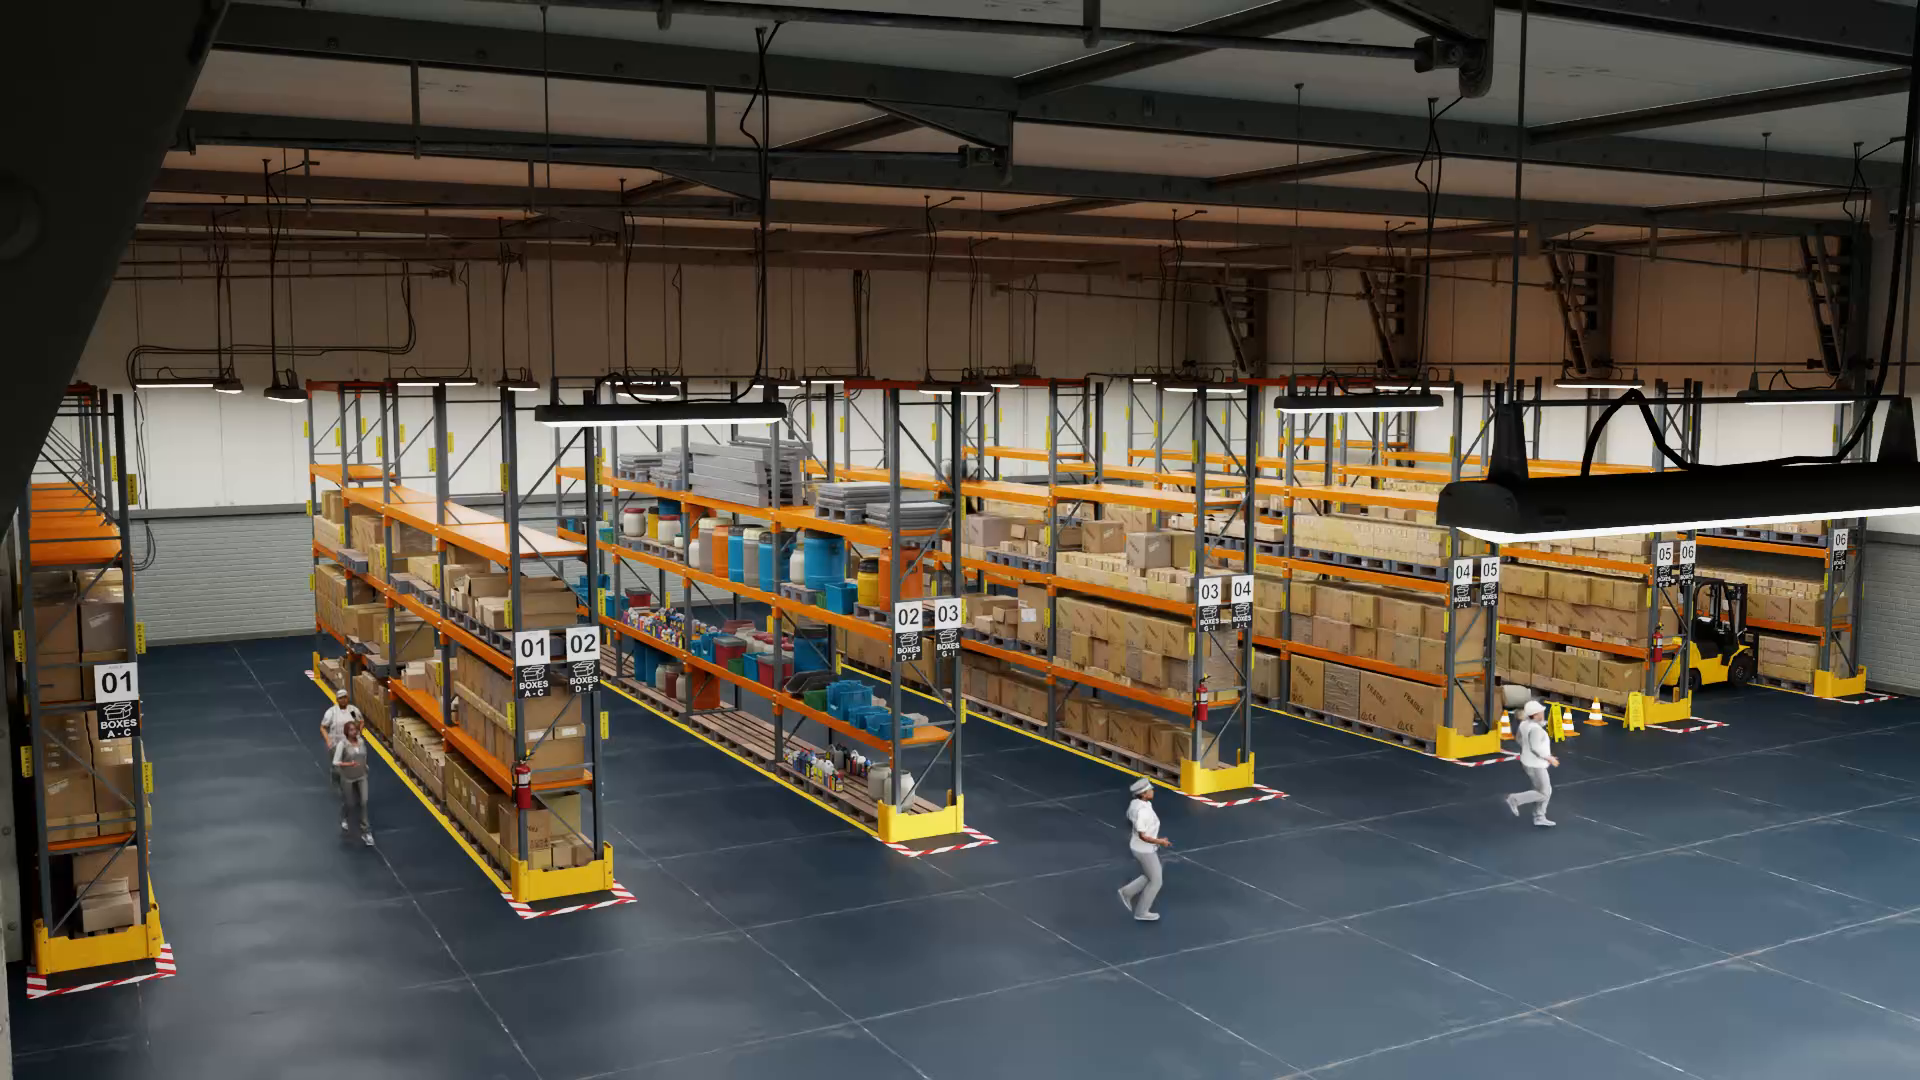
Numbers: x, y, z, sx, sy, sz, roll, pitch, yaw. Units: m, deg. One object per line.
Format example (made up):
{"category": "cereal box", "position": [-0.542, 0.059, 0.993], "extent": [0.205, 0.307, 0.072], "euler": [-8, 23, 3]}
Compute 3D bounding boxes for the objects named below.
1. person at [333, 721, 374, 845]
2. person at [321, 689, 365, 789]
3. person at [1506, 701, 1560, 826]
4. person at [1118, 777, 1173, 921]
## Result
{"category": "person", "position": [-8.026, 3.179, 21.982], "extent": [0.535, 1.606, 0.851], "euler": [-6, 8, -42]}
{"category": "person", "position": [-8.957, 2.977, 24.187], "extent": [0.615, 1.617, 0.587], "euler": [-4, 7, -30]}
{"category": "person", "position": [7.817, 3.060, 22.750], "extent": [0.714, 1.742, 0.662], "euler": [0, 6, 3]}
{"category": "person", "position": [2.121, 3.503, 18.889], "extent": [0.539, 1.651, 0.572], "euler": [0, 6, -3]}
